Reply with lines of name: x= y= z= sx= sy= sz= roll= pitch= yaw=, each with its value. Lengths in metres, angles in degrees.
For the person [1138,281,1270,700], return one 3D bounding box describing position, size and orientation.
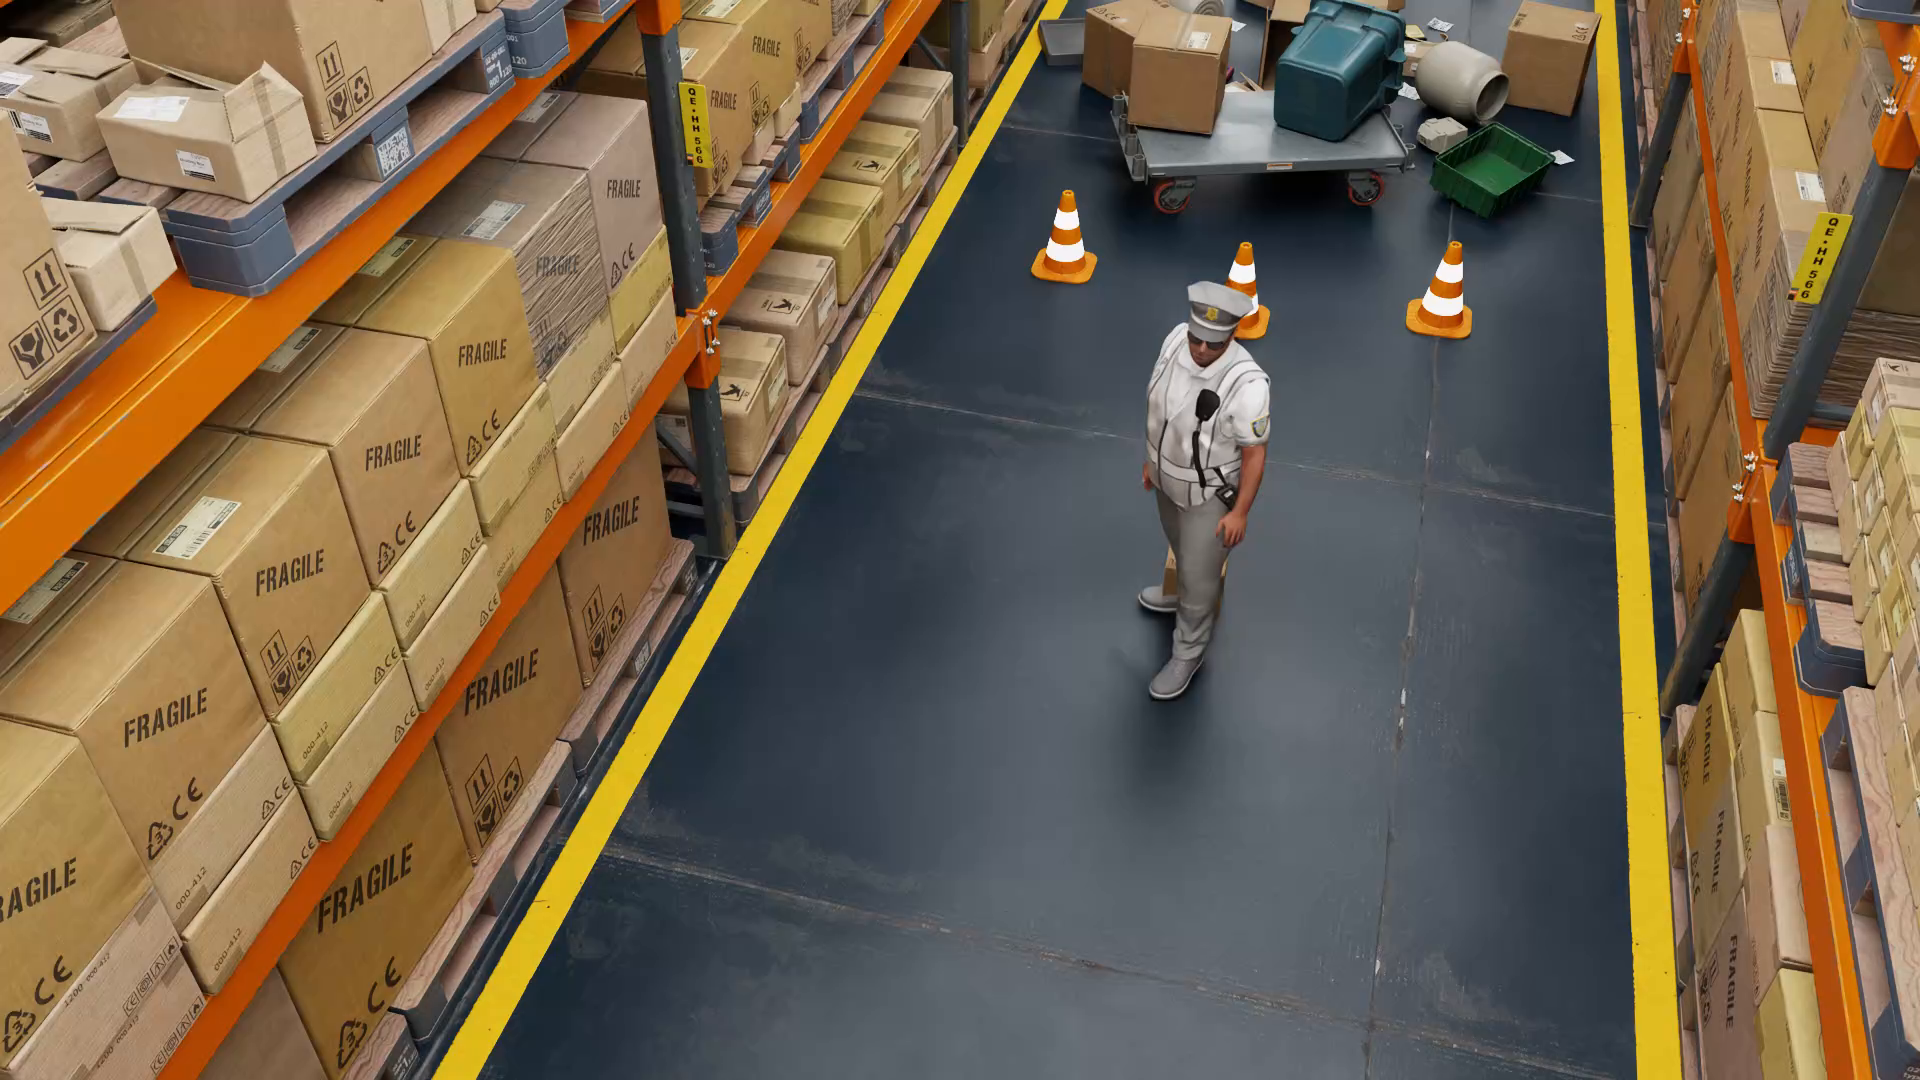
person: x=0.897 y=-0.236 z=6.408 sx=0.546 sy=1.753 sz=0.575 roll=-21 pitch=45 yaw=-22
